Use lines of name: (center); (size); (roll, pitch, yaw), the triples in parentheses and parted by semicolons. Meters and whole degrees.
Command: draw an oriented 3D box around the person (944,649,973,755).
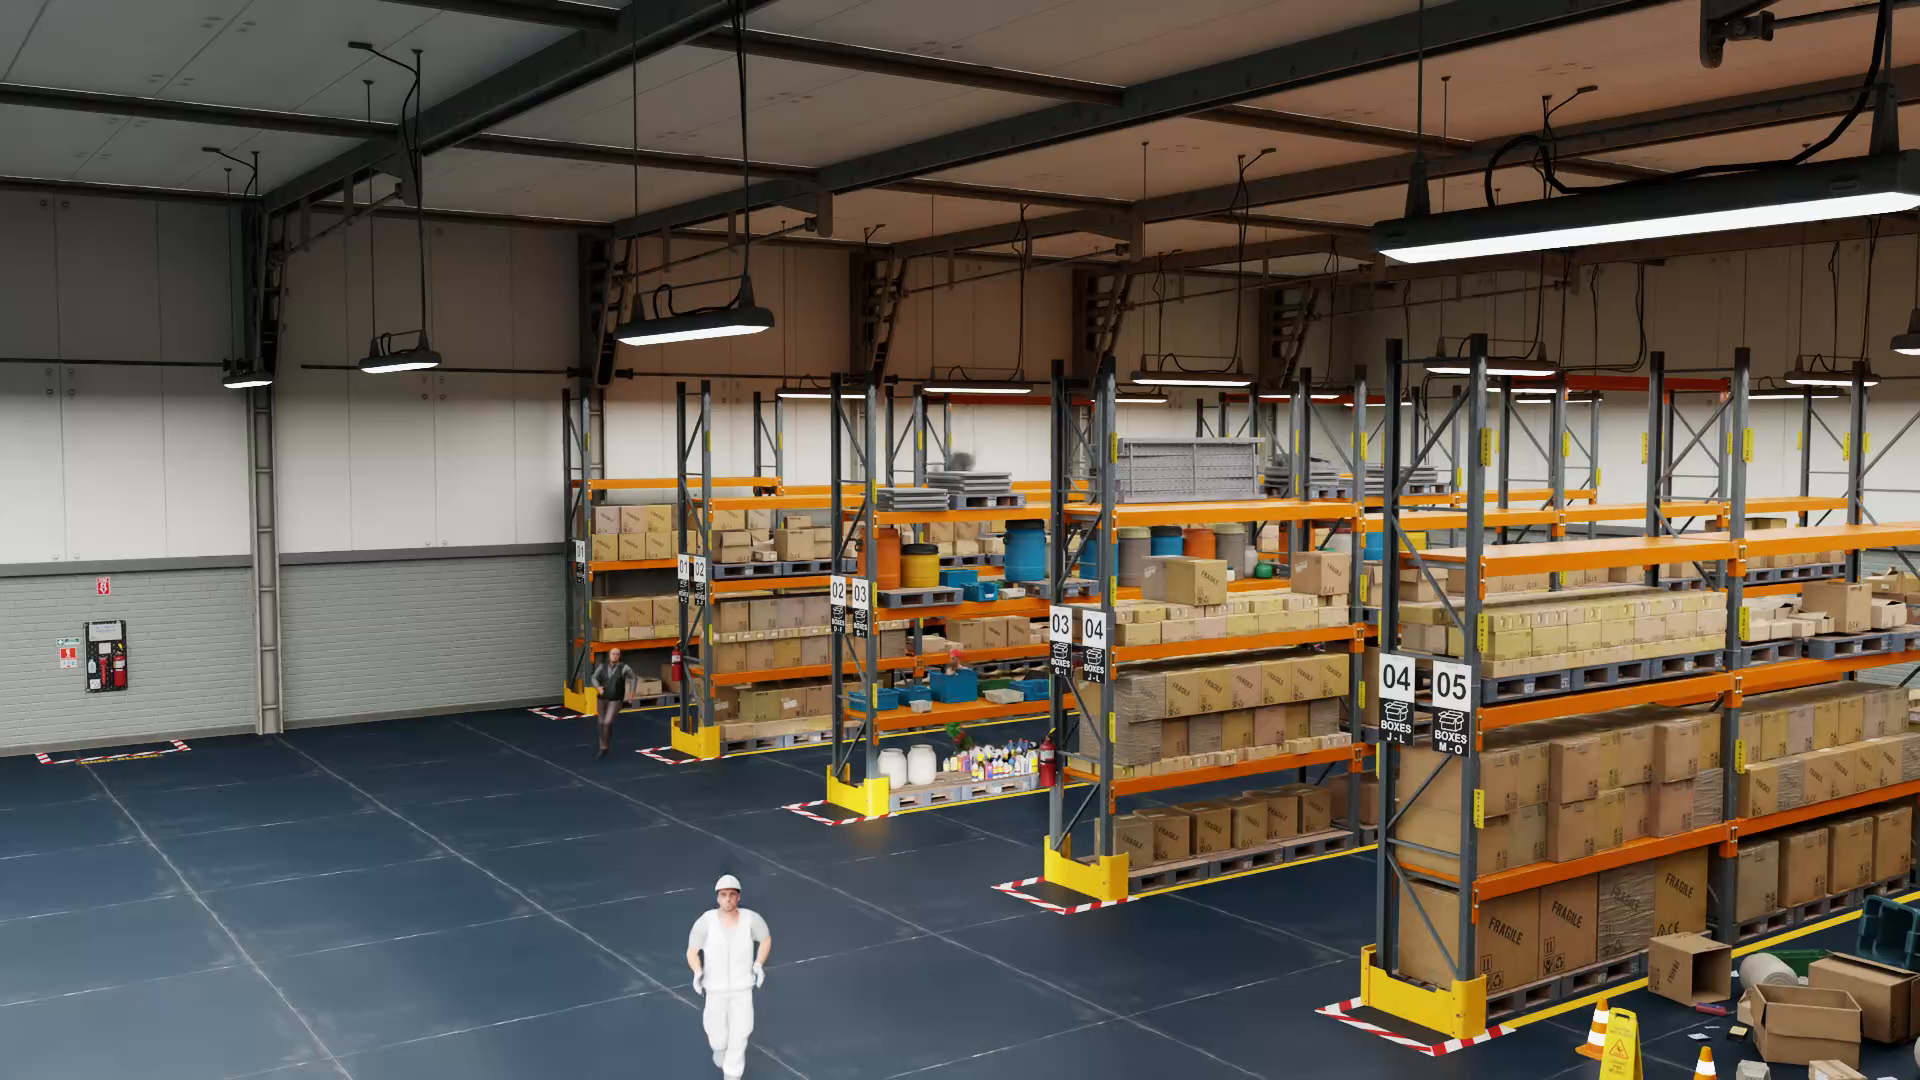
person: (-0.095, 2.599, 26.286); (0.572, 1.746, 0.661); (-3, 5, -38)

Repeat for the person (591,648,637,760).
person: (-5.571, 2.596, 26.650); (0.713, 1.748, 0.799); (0, 4, 6)

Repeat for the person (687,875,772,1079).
person: (-1.783, 3.464, 12.903); (0.657, 1.759, 0.785); (-1, 4, -9)
